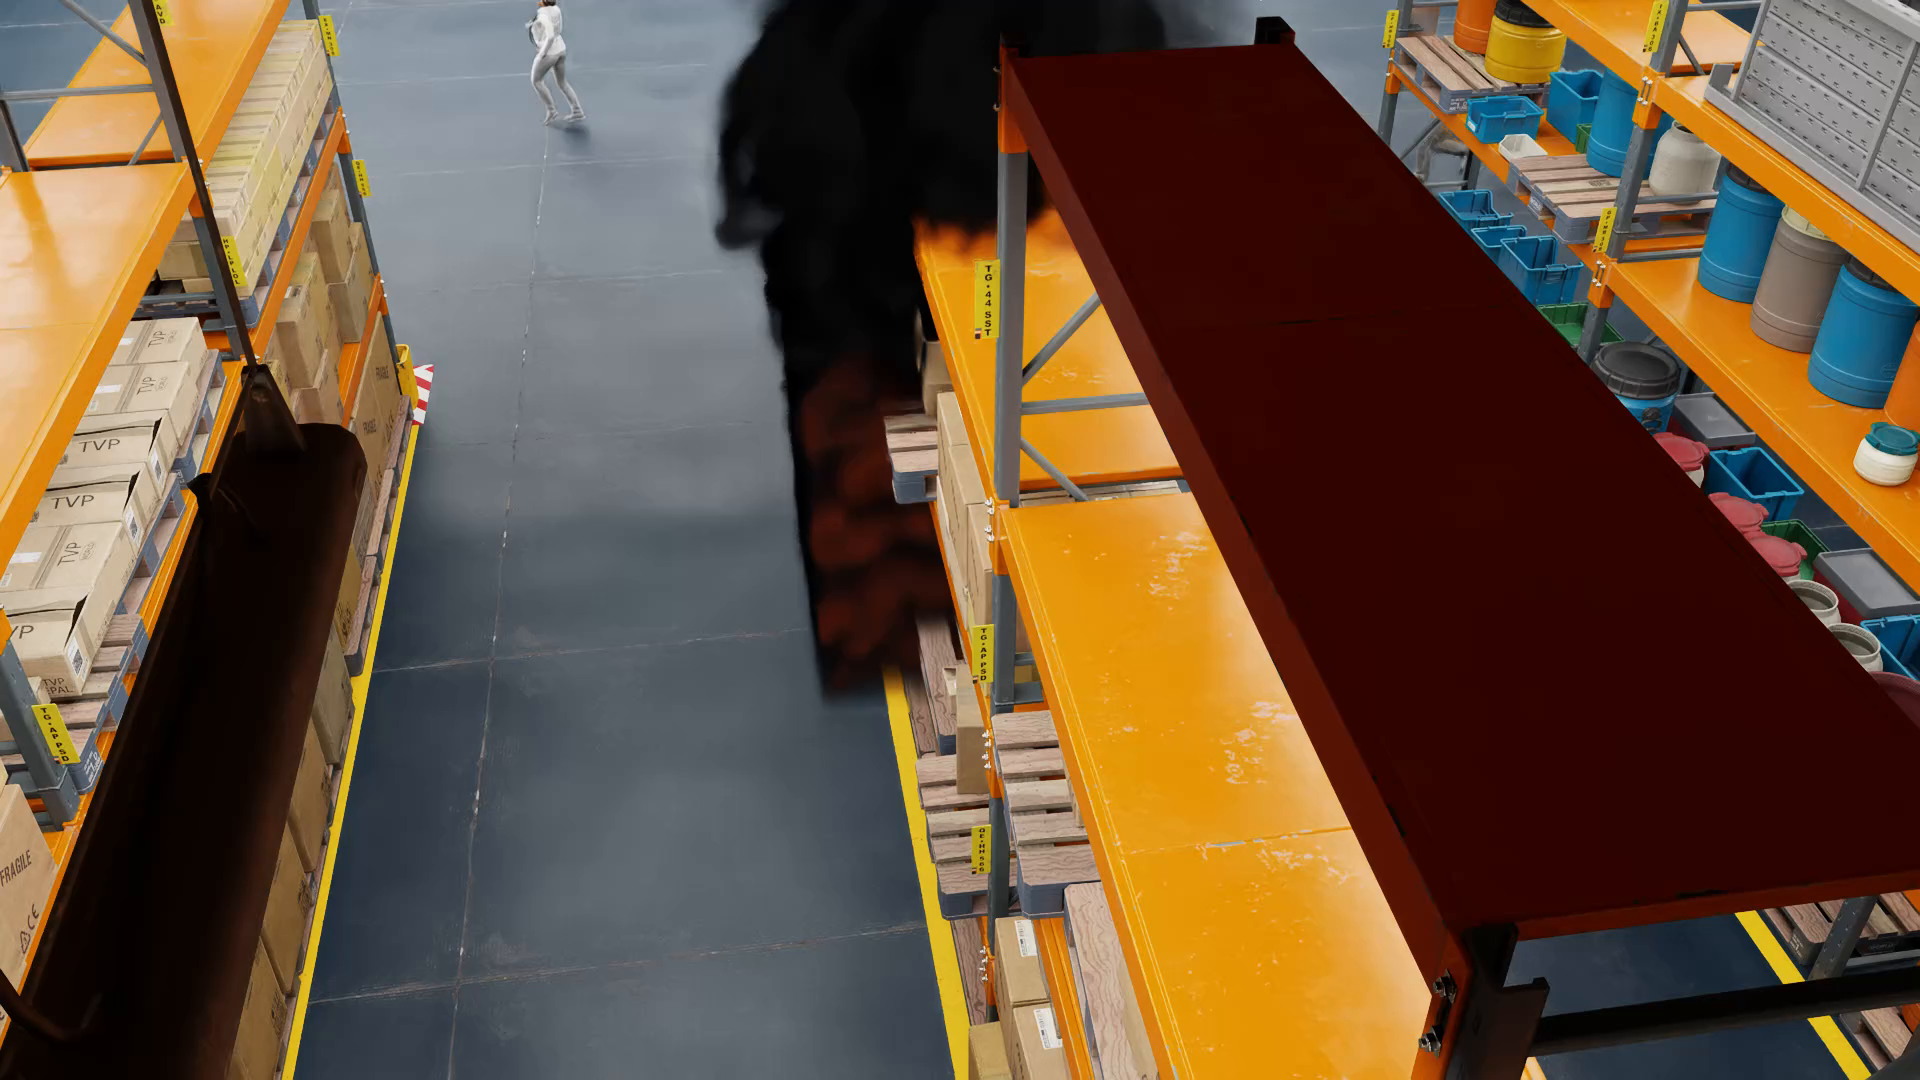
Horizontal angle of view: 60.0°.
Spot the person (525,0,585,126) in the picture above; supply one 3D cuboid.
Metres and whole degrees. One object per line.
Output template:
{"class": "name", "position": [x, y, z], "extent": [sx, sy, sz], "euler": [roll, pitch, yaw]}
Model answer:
{"class": "person", "position": [-4.909, -5.789, 19.912], "extent": [0.684, 1.734, 0.592], "euler": [14, 39, 18]}

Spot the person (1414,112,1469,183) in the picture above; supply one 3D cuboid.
{"class": "person", "position": [5.427, -4.732, 18.459], "extent": [0.814, 1.740, 0.676], "euler": [10, 38, 14]}
